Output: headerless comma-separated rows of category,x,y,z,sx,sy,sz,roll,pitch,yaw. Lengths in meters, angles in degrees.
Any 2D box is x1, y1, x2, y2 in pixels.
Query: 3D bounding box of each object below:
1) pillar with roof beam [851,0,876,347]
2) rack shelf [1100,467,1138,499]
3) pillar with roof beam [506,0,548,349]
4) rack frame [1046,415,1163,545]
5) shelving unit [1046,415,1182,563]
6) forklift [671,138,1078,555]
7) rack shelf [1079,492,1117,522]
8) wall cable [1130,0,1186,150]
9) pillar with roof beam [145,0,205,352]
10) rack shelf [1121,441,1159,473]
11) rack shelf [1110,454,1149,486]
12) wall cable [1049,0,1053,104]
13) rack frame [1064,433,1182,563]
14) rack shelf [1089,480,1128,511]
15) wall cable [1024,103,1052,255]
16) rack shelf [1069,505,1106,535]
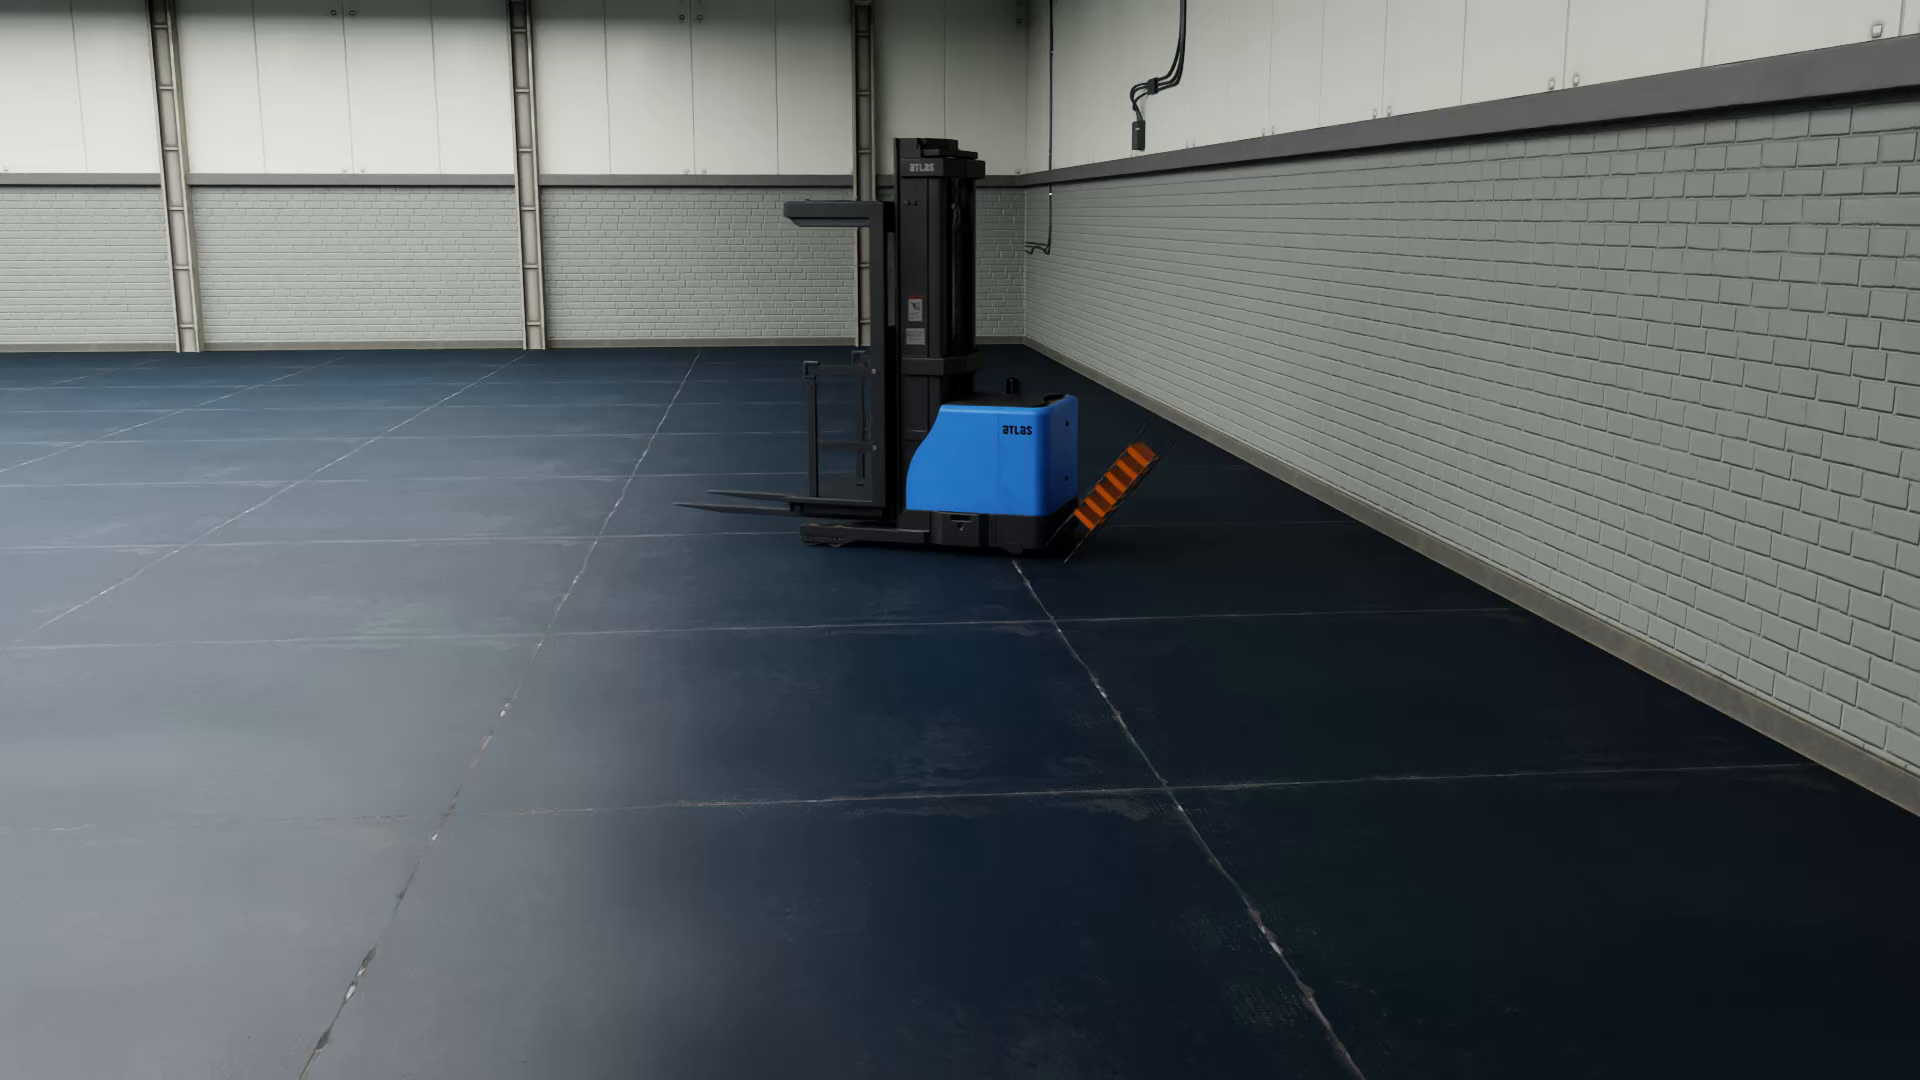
pillar with roof beam,-1.278,-7.192,25.772,0.548,9.000,9.100,-1,11,-6
rack shelf,1.108,-0.403,11.535,0.180,0.103,0.258,44,25,11
pillar with roof beam,-7.243,-7.067,25.136,0.548,9.000,9.100,-1,11,-6
rack frame,1.000,-0.412,11.585,0.006,1.200,0.240,44,25,11
shelving unit,1.064,-0.350,11.567,0.189,1.200,0.258,44,25,11
forklift,-0.677,-1.475,12.422,3.031,2.935,1.130,3,12,16
rack shelf,0.970,-0.233,11.634,0.180,0.103,0.258,44,25,11
wall cable,2.338,-7.673,19.403,0.169,6.003,2.305,-1,11,-6
pillar with roof beam,-13.208,-6.942,24.500,0.400,9.000,9.100,-1,11,-6
rack shelf,1.245,-0.573,11.437,0.180,0.103,0.258,44,25,11
rack shelf,1.176,-0.488,11.486,0.180,0.103,0.258,44,25,11
wall cable,1.620,-8.261,26.167,0.112,2.526,3.097,-1,11,-6
rack frame,1.129,-0.287,11.548,0.006,1.200,0.240,44,25,11
rack shelf,1.039,-0.318,11.585,0.180,0.103,0.258,44,25,11
wall cable,1.328,-6.302,29.293,0.112,2.526,3.097,-1,11,-6
rack shelf,0.901,-0.148,11.684,0.180,0.103,0.258,44,25,11
